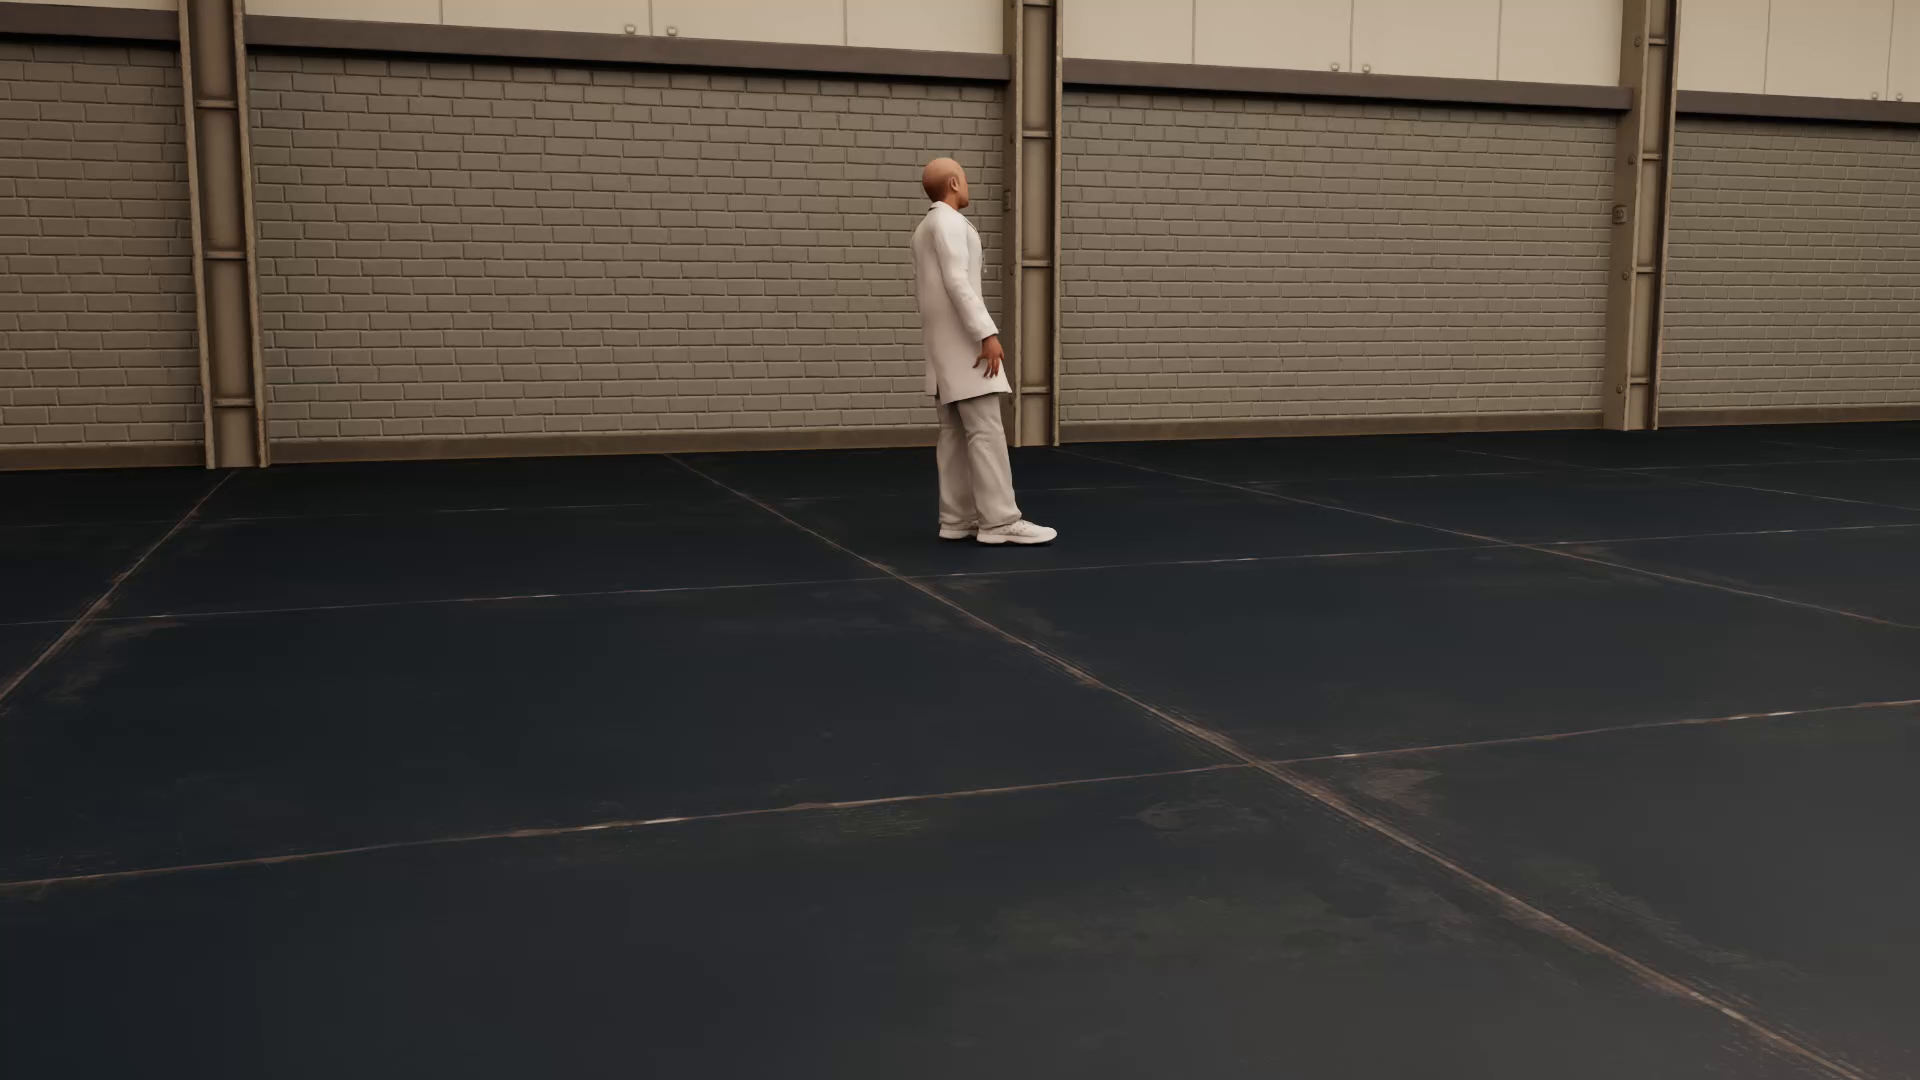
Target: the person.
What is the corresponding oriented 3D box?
[{"bbox_3d":[0.087,-0.891,7.827,0.581,1.775,0.696,-3,8,-18],"label":"person"}]
